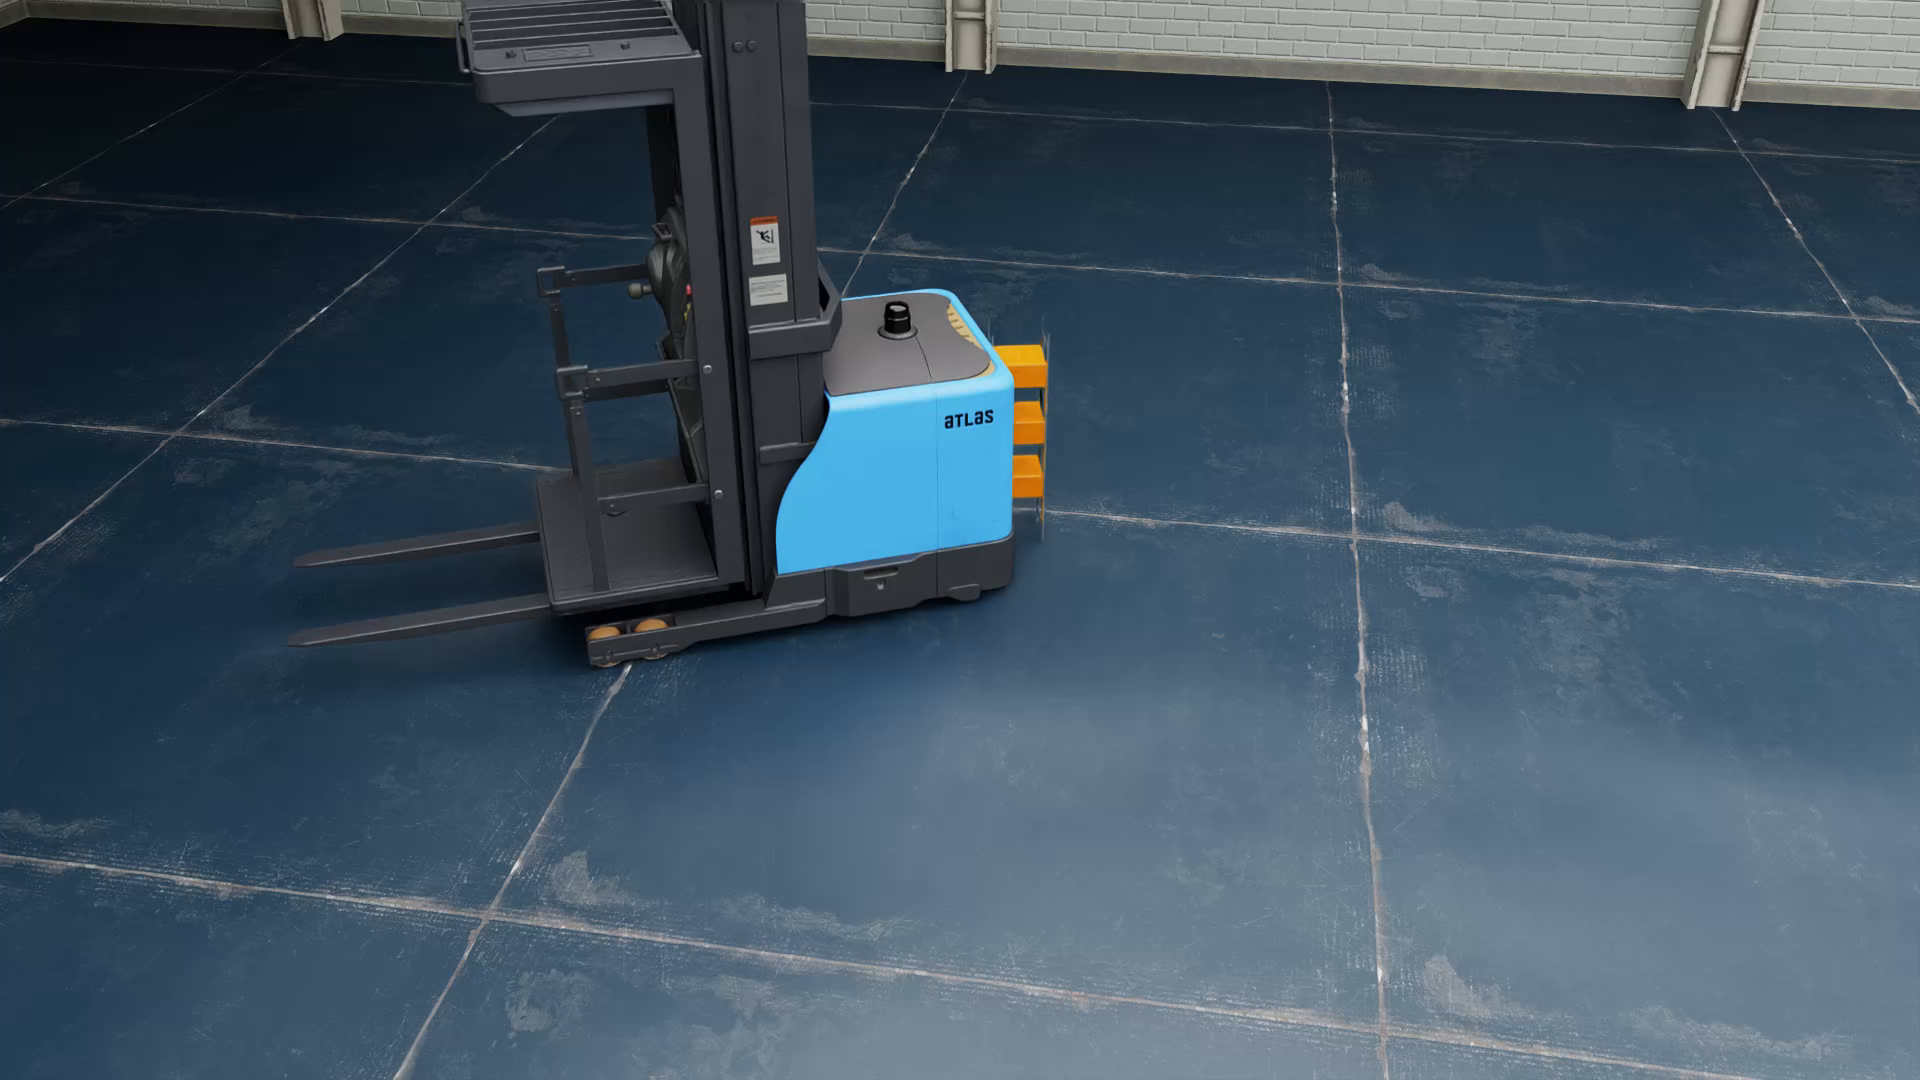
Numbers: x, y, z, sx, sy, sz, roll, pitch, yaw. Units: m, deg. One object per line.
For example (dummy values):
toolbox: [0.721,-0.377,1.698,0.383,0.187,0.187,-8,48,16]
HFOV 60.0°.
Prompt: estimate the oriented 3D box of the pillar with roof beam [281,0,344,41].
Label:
pillar with roof beam: [-6.544,-6.134,9.069,0.400,9.000,9.100,5,32,8]

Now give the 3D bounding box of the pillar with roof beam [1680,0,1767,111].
pillar with roof beam: [5.285,-5.063,7.357,0.400,9.000,9.100,5,32,8]

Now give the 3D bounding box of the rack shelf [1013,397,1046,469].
rack shelf: [0.254,-0.481,7.549,0.240,0.259,0.215,-2,32,-4]

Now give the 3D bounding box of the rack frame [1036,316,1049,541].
rack frame: [0.375,-0.495,7.551,0.008,1.050,0.200,-2,32,-4]

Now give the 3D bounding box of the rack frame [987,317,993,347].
rack frame: [0.132,-0.485,7.535,0.008,1.050,0.200,-2,32,-4]

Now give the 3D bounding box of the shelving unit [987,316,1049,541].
shelving unit: [0.254,-0.490,7.543,0.252,1.050,0.215,-2,32,-4]

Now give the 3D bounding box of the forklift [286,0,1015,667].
forklift: [-1.337,-1.028,6.629,3.031,2.935,1.130,-9,33,-14]

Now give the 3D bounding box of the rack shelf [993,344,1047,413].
rack shelf: [0.254,-0.721,7.398,0.240,0.259,0.215,-2,32,-4]

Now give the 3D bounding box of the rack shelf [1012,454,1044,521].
rack shelf: [0.254,-0.245,7.696,0.240,0.259,0.215,-2,32,-4]

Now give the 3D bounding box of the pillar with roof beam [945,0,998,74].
pillar with roof beam: [-0.629,-5.599,8.213,0.400,9.000,9.100,5,32,8]
